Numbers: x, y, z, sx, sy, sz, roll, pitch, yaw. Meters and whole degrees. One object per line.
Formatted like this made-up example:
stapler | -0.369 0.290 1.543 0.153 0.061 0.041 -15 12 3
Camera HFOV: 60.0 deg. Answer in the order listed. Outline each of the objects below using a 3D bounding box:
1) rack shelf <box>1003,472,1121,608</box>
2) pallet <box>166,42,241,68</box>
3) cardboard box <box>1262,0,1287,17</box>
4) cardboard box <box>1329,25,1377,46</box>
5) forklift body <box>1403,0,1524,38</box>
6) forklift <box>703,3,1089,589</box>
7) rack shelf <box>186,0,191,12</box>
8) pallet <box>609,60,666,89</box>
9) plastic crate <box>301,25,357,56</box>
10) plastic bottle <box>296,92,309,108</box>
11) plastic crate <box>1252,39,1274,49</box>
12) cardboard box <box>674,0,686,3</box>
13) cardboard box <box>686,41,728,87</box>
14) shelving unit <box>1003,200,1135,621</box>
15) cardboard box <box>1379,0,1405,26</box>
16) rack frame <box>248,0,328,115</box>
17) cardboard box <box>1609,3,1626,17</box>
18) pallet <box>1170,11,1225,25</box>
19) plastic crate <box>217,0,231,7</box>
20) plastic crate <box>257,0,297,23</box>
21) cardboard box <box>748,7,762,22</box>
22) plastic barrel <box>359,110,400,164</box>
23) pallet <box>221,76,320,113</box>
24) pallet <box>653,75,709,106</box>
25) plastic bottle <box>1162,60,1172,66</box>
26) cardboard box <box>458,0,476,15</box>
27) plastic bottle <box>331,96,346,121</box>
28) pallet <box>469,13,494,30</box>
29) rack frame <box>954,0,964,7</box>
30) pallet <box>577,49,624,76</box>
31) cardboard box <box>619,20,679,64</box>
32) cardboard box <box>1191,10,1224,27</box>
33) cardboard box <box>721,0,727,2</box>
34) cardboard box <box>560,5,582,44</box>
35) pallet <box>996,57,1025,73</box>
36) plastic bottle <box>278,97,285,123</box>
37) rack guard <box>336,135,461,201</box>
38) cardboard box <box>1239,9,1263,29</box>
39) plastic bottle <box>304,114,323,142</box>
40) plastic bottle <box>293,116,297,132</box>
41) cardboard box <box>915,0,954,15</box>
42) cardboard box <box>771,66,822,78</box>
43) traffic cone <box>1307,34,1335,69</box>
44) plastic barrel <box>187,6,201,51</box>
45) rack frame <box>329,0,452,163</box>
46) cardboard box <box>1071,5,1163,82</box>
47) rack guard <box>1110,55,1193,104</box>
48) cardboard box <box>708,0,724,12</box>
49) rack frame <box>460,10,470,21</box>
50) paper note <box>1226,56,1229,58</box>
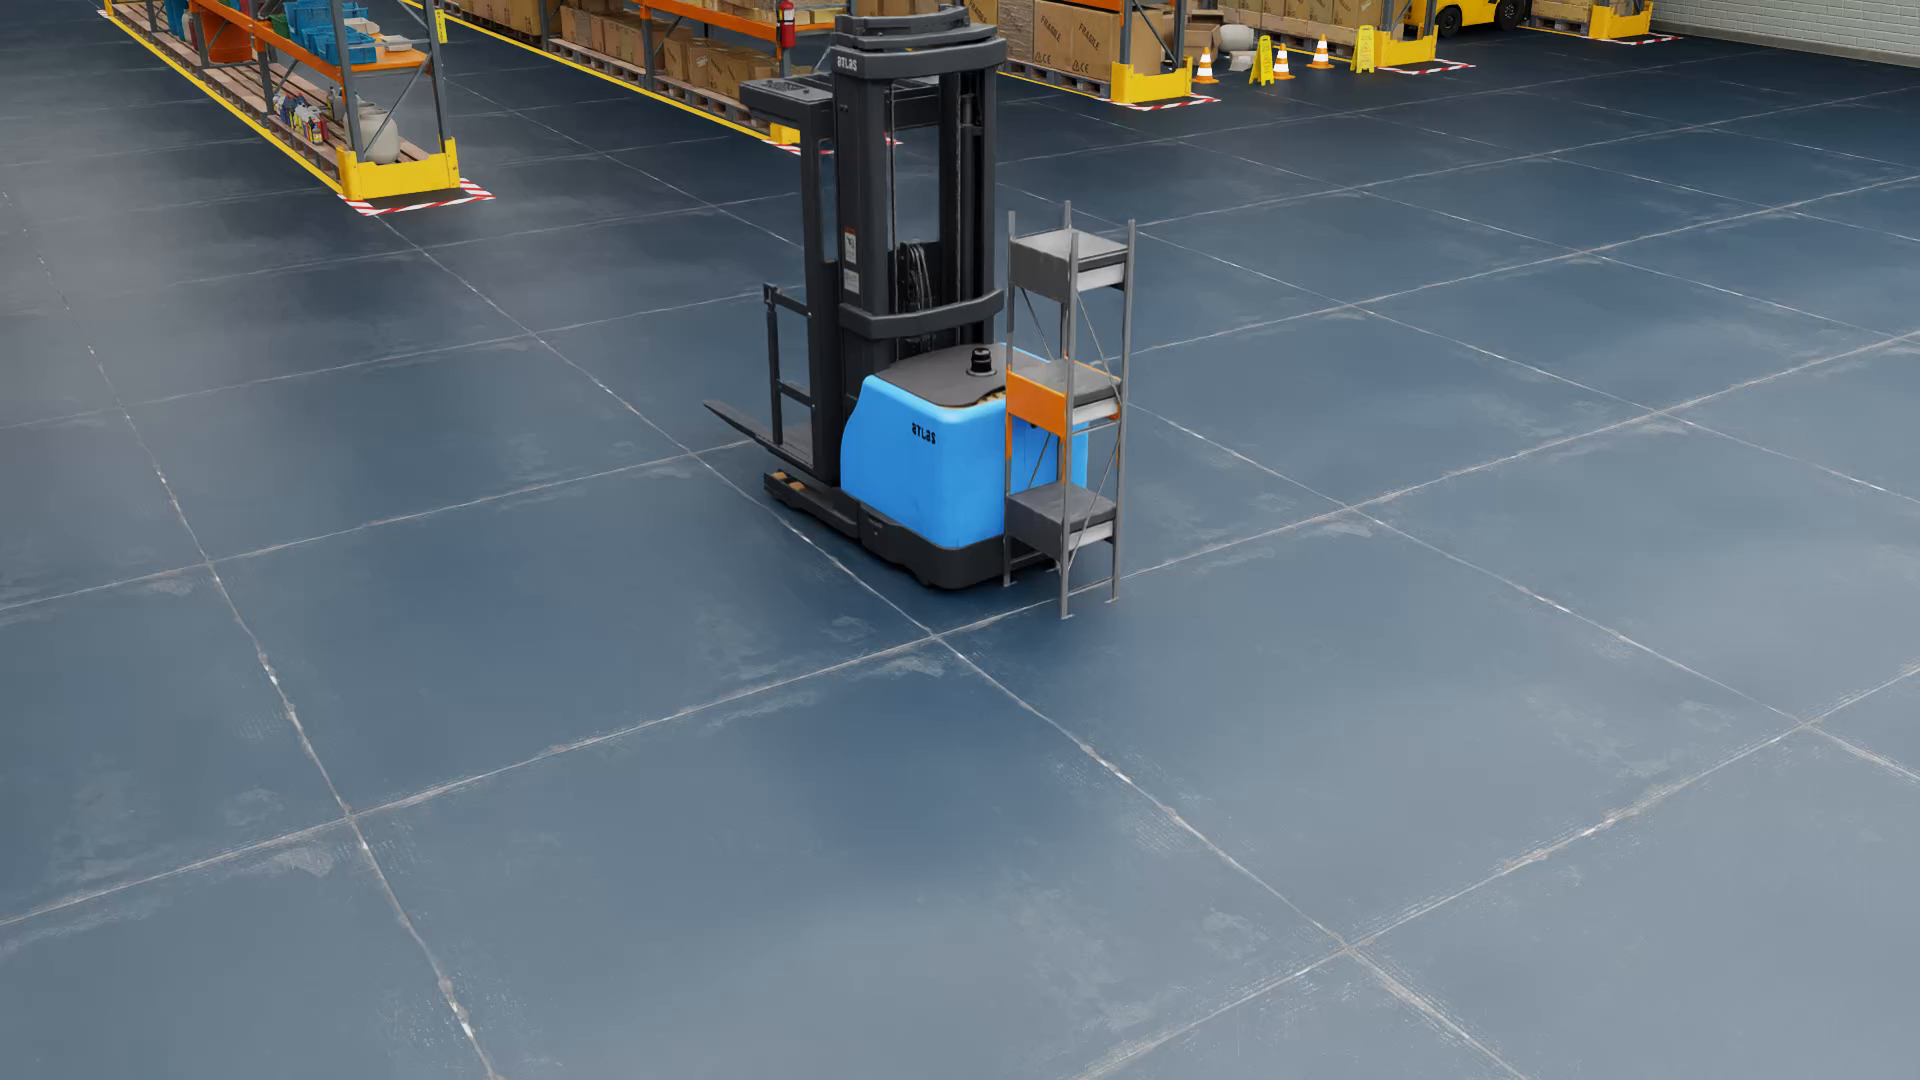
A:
rack shelf | 0.550 -0.009 8.981 0.431 0.518 0.480 -18 31 -33
pallet | -11.305 -7.342 25.055 1.003 0.211 1.213 -16 29 -30
cardboard box | 5.138 -8.565 26.230 0.500 0.500 0.500 -14 29 -27
cardboard box | 5.963 -7.679 25.231 0.500 0.250 0.500 -16 29 -30
forklift body | 8.236 -9.525 27.406 2.313 2.155 1.214 -16 29 -30
forklift | -0.556 -1.626 9.761 1.130 2.935 3.031 -18 31 -33
rack shelf | -11.270 -8.285 24.629 1.077 0.370 4.000 -16 29 -30
pallet | -4.271 -6.636 23.559 1.003 0.211 1.213 -16 29 -30
plastic crate | -6.684 -5.309 17.657 0.499 0.251 0.408 -16 29 -30
plastic bottle | -7.780 -5.113 19.656 0.144 0.351 0.185 -16 29 -30
plastic crate | 4.629 -7.855 26.295 0.583 0.080 0.402 18 31 33
cardboard box | -3.447 -6.996 21.351 0.380 0.149 0.250 -16 29 -30
cardboard box | -3.340 -6.322 22.065 0.500 0.500 0.500 -6 26 -13
shelving unit | 0.550 -0.654 8.677 0.431 2.100 0.503 -18 31 -33
cardboard box | 6.420 -8.144 25.338 0.500 0.500 0.500 -17 30 -31
rack frame | -7.994 -6.464 19.929 1.000 3.000 0.127 -16 29 -30
cardboard box | 10.695 -8.823 27.655 0.500 0.250 0.500 -15 29 -29
pallet | 4.033 -8.945 28.451 1.003 0.211 1.213 -16 29 -30
plastic crate | -9.181 -6.925 21.155 0.450 0.188 0.662 -16 29 -30
plastic crate | -7.815 -6.219 19.483 0.767 0.338 0.504 -16 29 -30
cardboard box | -2.305 -6.295 19.865 0.380 0.149 0.250 -16 29 -30
plastic barrel | -6.234 -4.316 17.801 0.421 0.512 0.421 0 25 0
pallet | -9.125 -5.912 22.026 1.003 0.211 1.213 -16 29 -30
pallet | -3.448 -6.125 22.478 1.003 0.211 1.213 -16 29 -30
plastic bottle | 3.109 -7.068 24.652 0.283 0.061 0.133 18 31 33
cardboard box | -7.845 -9.485 28.325 1.225 0.875 0.875 -15 29 -29
plastic bottle | -7.407 -5.156 19.834 0.152 0.276 0.135 -16 29 -30
pallet | -7.727 -8.960 28.484 1.003 0.211 1.213 -16 29 -30
rack frame | 0.367 -8.738 24.746 1.000 3.000 0.127 -16 29 -30
pallet | -4.941 -7.072 24.484 1.003 0.211 1.213 -16 29 -30
cardboard box | -4.406 -7.087 23.661 0.700 0.500 0.500 -16 29 -30
cardboard box | 3.904 -8.098 26.316 0.500 0.500 0.500 3 25 6
cardboard box | -2.548 -6.910 20.409 0.875 0.500 0.500 -16 29 -30
cardboard box | -5.645 -7.883 25.347 0.700 0.500 0.500 -17 30 -32
pallet | 0.716 -7.187 24.727 1.003 0.211 1.213 -16 29 -30
plastic bottle | -7.988 -5.106 19.728 0.152 0.276 0.135 -14 29 -28
rack guard | -5.891 -3.919 17.467 1.175 0.500 0.348 -16 29 -30
cardboard box | 4.856 -8.412 26.785 0.500 0.250 0.500 -14 29 -27
plastic bottle | -7.295 -4.652 18.766 0.152 0.276 0.135 -15 29 -29
plastic bottle | -7.663 -4.838 19.247 0.097 0.201 0.097 0 25 0
cardboard box | -0.048 -8.112 25.563 1.050 0.750 0.750 -16 29 -30
cardboard box | -1.988 -5.474 20.269 0.500 0.500 0.500 -10 27 -20
traffic cone | 5.327 -7.203 24.466 0.336 0.463 0.334 -16 29 -30
plastic barrel | -11.076 -7.569 24.603 0.600 0.588 0.708 -16 29 -30
rack frame | -5.811 -5.033 16.899 1.000 3.000 0.127 -16 29 -30
cardboard box | 2.125 -6.764 22.561 0.875 0.875 0.875 -15 29 -29
rack guard | 2.563 -6.168 22.231 1.175 0.500 0.348 -16 29 -30
cardboard box | -2.896 -6.640 20.596 0.380 0.149 0.250 -16 29 -30
rack frame | -8.211 -10.480 28.436 1.000 3.000 0.127 -16 29 -30
paper note | 4.121 -7.362 25.323 0.148 0.019 0.142 -6 26 -12
